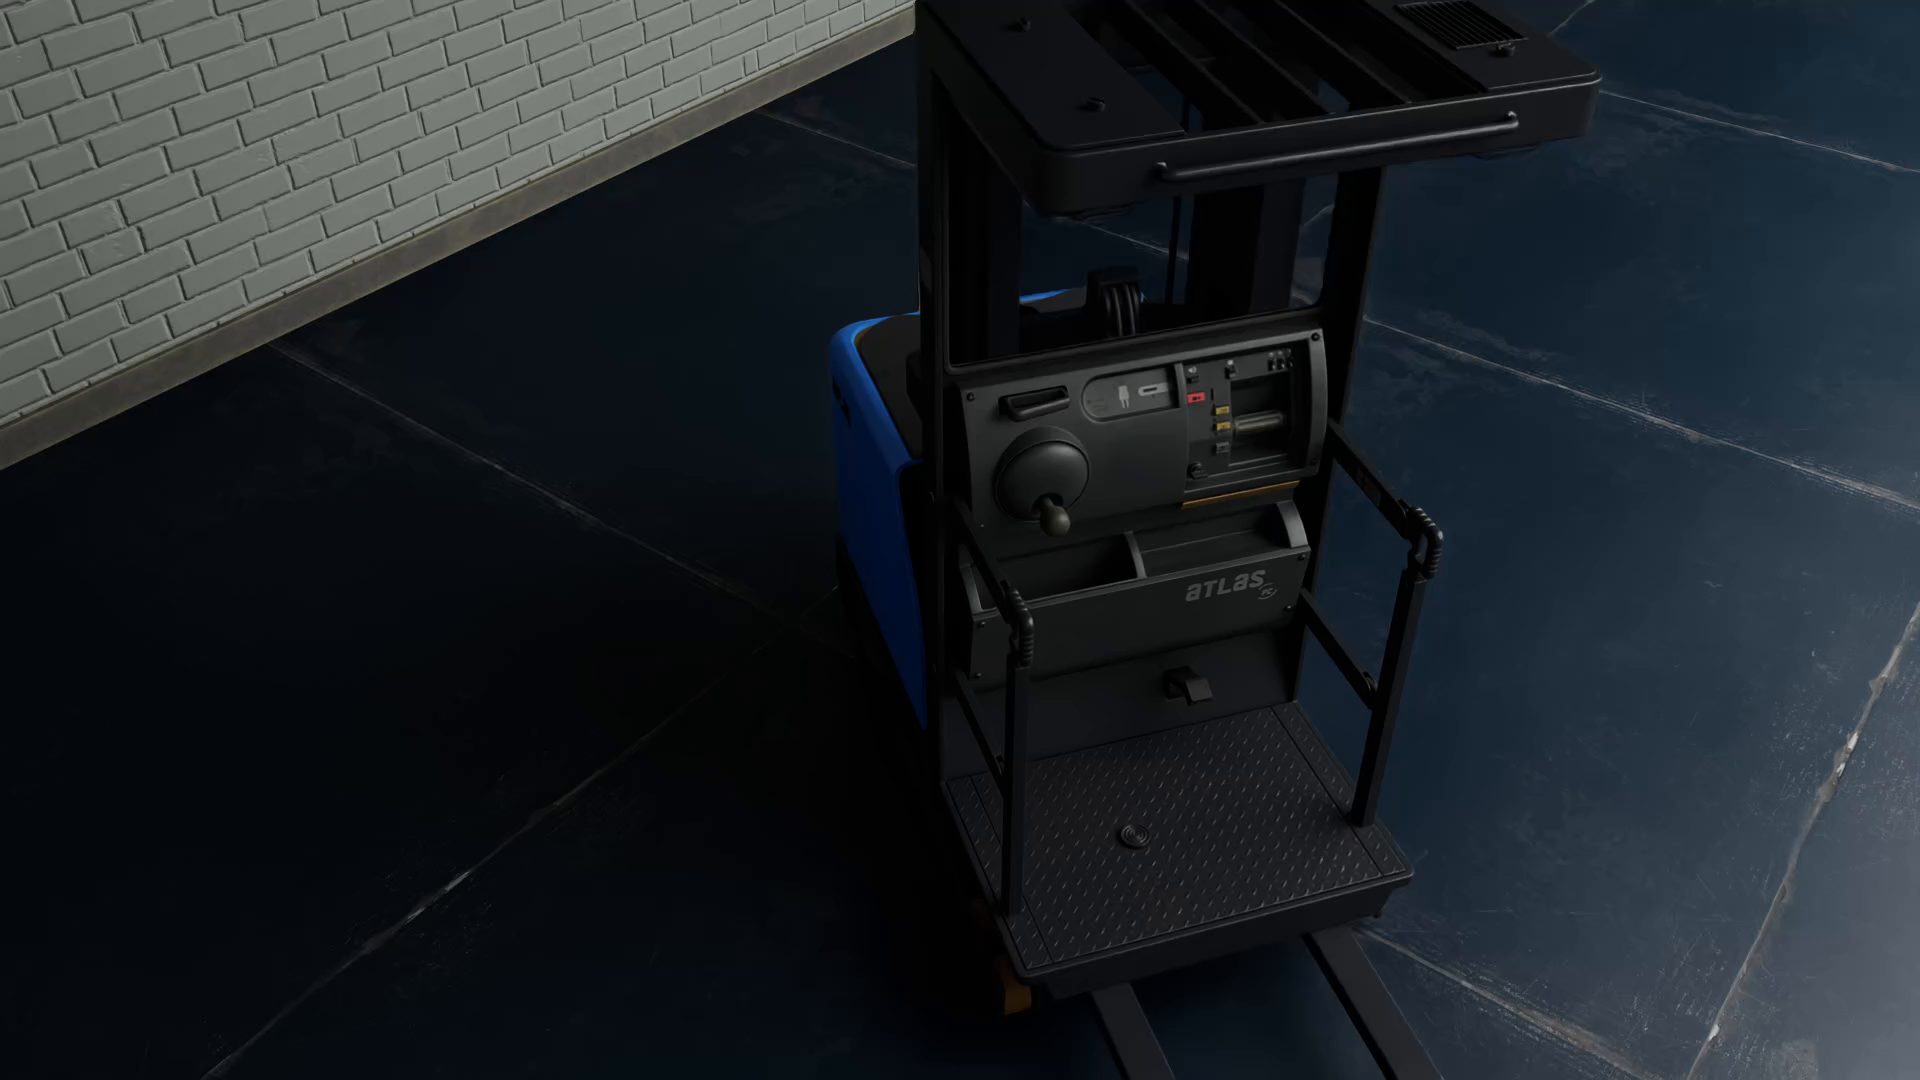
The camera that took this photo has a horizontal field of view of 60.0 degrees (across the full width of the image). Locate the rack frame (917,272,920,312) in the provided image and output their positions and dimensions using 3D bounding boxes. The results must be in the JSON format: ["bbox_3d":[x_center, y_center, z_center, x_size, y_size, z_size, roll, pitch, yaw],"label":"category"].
[{"bbox_3d":[-0.071,-0.494,5.745,0.008,1.050,0.200,27,46,30],"label":"rack frame"}]

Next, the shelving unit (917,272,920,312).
[{"bbox_3d":[0.023,-0.446,5.683,0.252,1.050,0.215,27,46,30],"label":"shelving unit"}]

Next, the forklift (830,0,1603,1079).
[{"bbox_3d":[0.519,-0.190,3.831,1.130,2.935,3.031,-11,39,-14],"label":"forklift"}]
